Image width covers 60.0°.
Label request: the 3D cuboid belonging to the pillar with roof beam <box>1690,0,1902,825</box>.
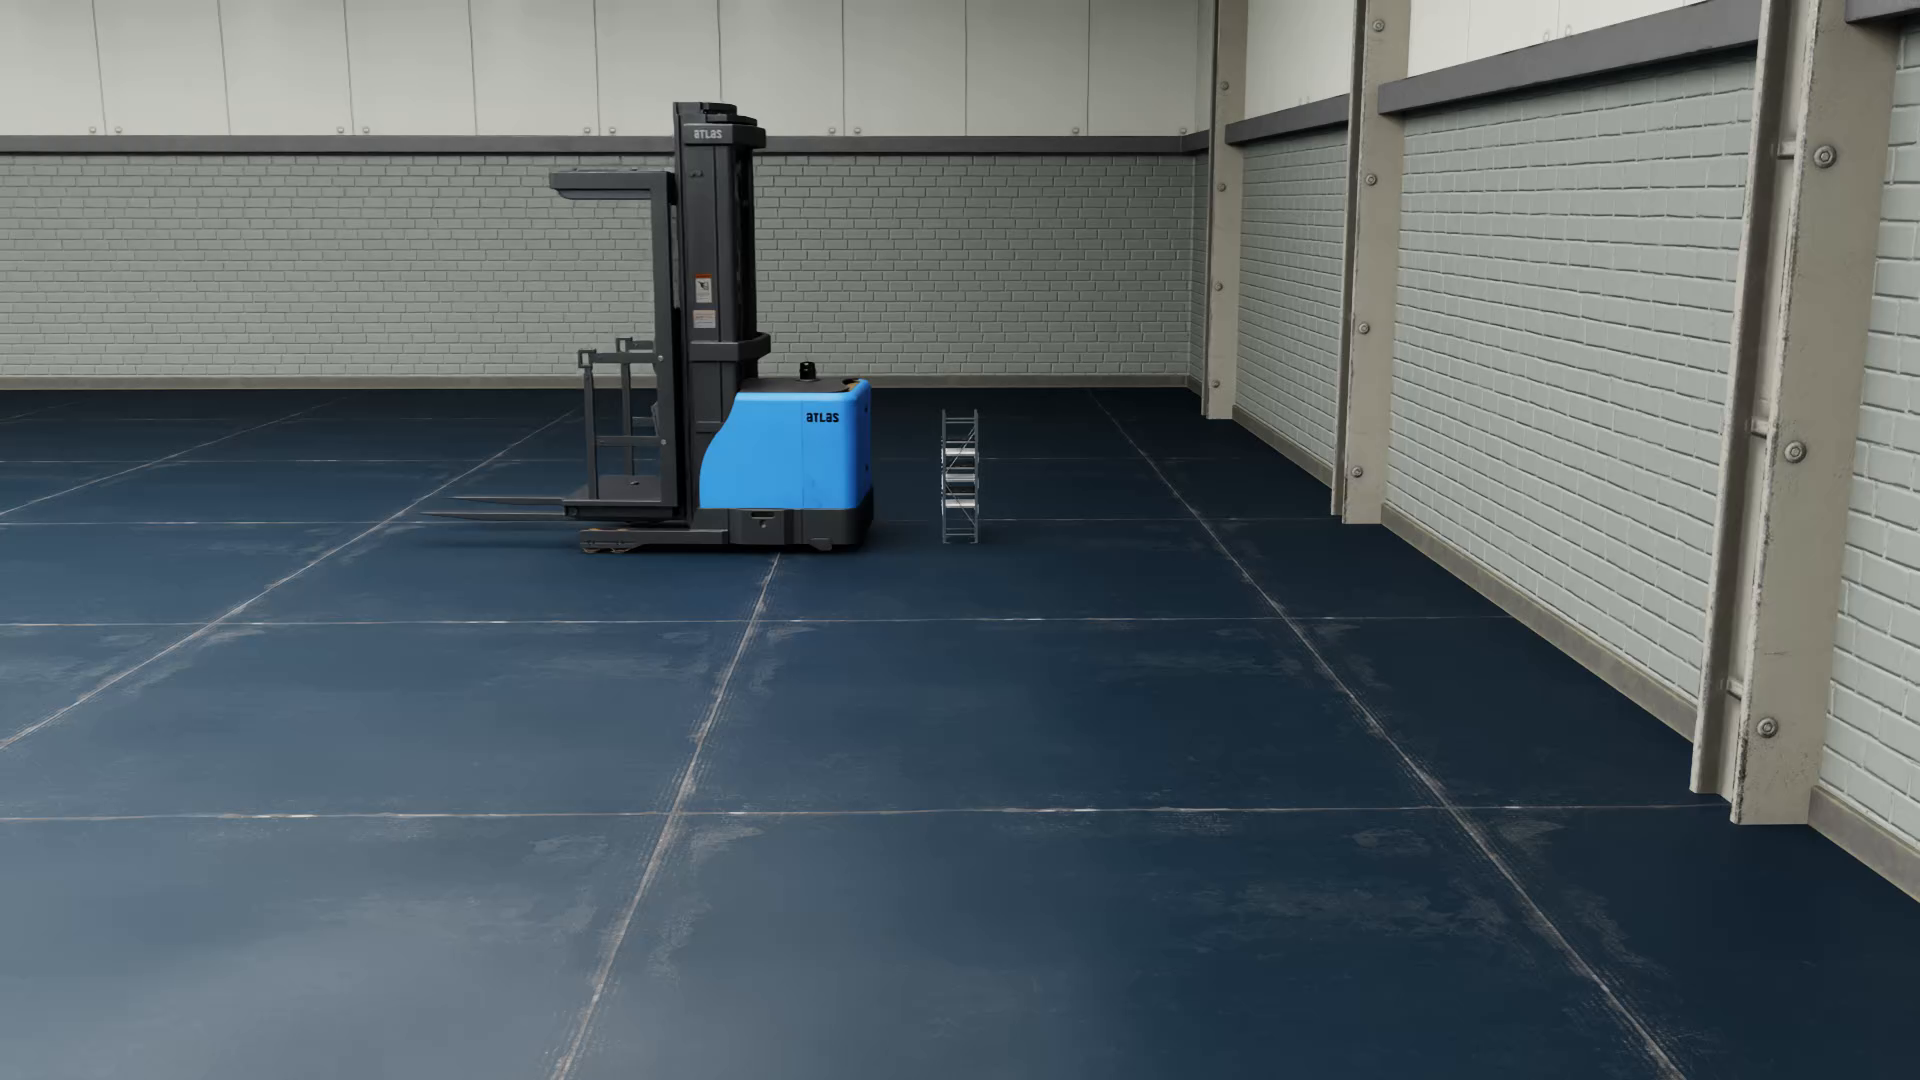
[{"bbox_3d":[-1.227,-3.360,5.487,9.100,9.000,0.400,0,11,-1],"label":"pillar with roof beam"}]

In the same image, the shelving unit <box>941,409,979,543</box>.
[{"bbox_3d":[0.000,-0.439,11.462,0.258,0.900,0.210,0,11,-1],"label":"shelving unit"}]

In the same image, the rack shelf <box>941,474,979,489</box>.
[{"bbox_3d":[0.000,-0.407,11.468,0.258,0.077,0.200,0,11,-1],"label":"rack shelf"}]

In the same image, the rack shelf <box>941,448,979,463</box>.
[{"bbox_3d":[0.000,-0.583,11.433,0.258,0.077,0.200,0,11,-1],"label":"rack shelf"}]

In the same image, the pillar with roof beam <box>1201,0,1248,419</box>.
[{"bbox_3d":[-1.475,-5.745,17.244,9.100,9.000,0.400,0,11,-1],"label":"pillar with roof beam"}]

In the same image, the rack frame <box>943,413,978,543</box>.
[{"bbox_3d":[0.002,-0.419,11.362,0.240,0.900,0.006,0,11,-1],"label":"rack frame"}]

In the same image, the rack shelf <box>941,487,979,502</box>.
[{"bbox_3d":[0.000,-0.319,11.486,0.258,0.077,0.200,0,11,-1],"label":"rack shelf"}]

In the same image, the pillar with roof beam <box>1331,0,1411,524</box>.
[{"bbox_3d":[-1.351,-4.552,11.366,9.100,9.000,0.400,0,11,-1],"label":"pillar with roof beam"}]

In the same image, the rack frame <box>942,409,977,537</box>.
[{"bbox_3d":[-0.002,-0.460,11.561,0.240,0.900,0.006,0,11,-1],"label":"rack frame"}]

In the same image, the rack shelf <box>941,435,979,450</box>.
[{"bbox_3d":[0.000,-0.671,11.415,0.258,0.077,0.200,0,11,-1],"label":"rack shelf"}]

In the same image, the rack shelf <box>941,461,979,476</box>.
[{"bbox_3d":[0.000,-0.495,11.450,0.258,0.077,0.200,0,11,-1],"label":"rack shelf"}]

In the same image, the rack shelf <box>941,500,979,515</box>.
[{"bbox_3d":[0.000,-0.230,11.504,0.258,0.077,0.200,0,11,-1],"label":"rack shelf"}]

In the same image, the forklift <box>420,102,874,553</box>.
[{"bbox_3d":[-2.154,-1.452,11.344,3.031,2.935,1.130,1,11,3],"label":"forklift"}]
